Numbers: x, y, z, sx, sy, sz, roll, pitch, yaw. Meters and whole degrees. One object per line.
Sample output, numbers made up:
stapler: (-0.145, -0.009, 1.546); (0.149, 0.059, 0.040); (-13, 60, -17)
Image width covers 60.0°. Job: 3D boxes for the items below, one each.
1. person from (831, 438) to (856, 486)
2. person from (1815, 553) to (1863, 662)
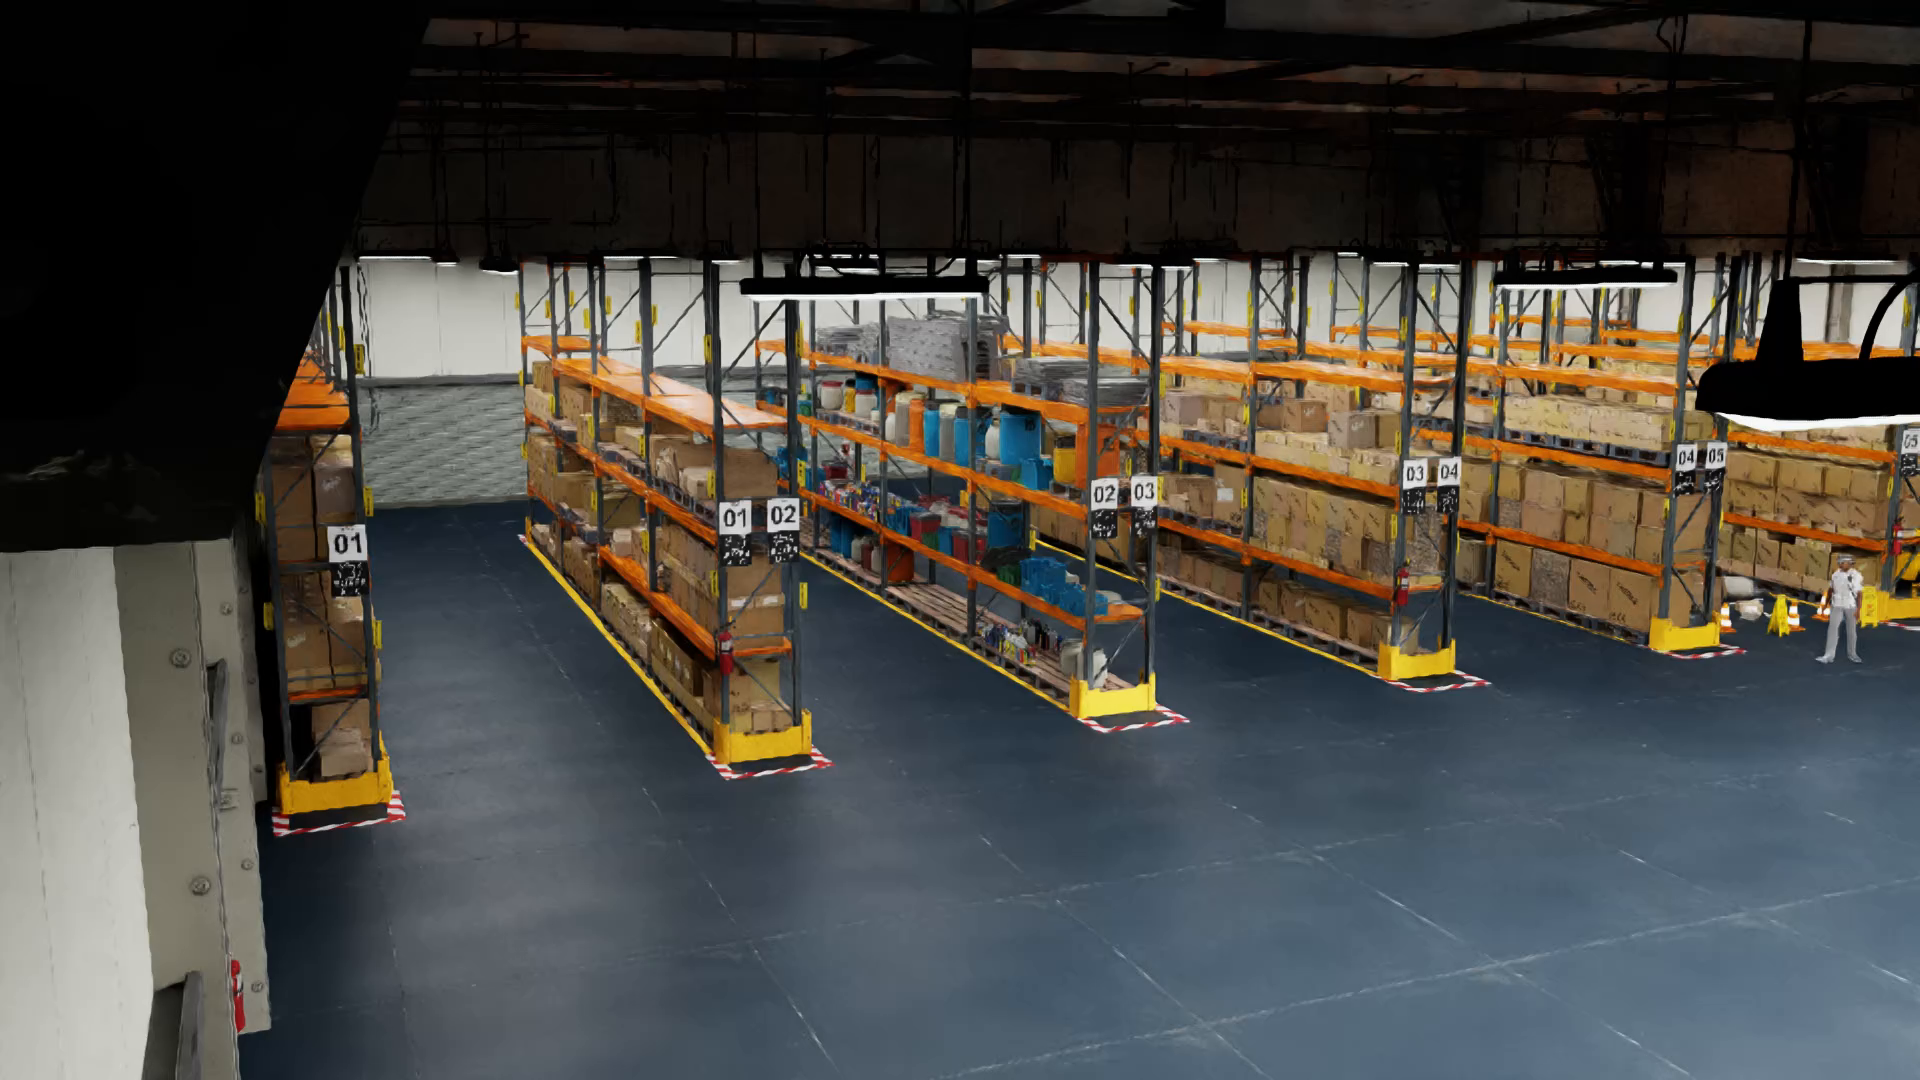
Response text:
person: (-2.681, -1.505, 38.476); (0.677, 1.741, 0.545); (-5, 11, -24)
person: (13.233, 1.006, 24.916); (0.605, 1.657, 0.590); (-10, 14, -44)
